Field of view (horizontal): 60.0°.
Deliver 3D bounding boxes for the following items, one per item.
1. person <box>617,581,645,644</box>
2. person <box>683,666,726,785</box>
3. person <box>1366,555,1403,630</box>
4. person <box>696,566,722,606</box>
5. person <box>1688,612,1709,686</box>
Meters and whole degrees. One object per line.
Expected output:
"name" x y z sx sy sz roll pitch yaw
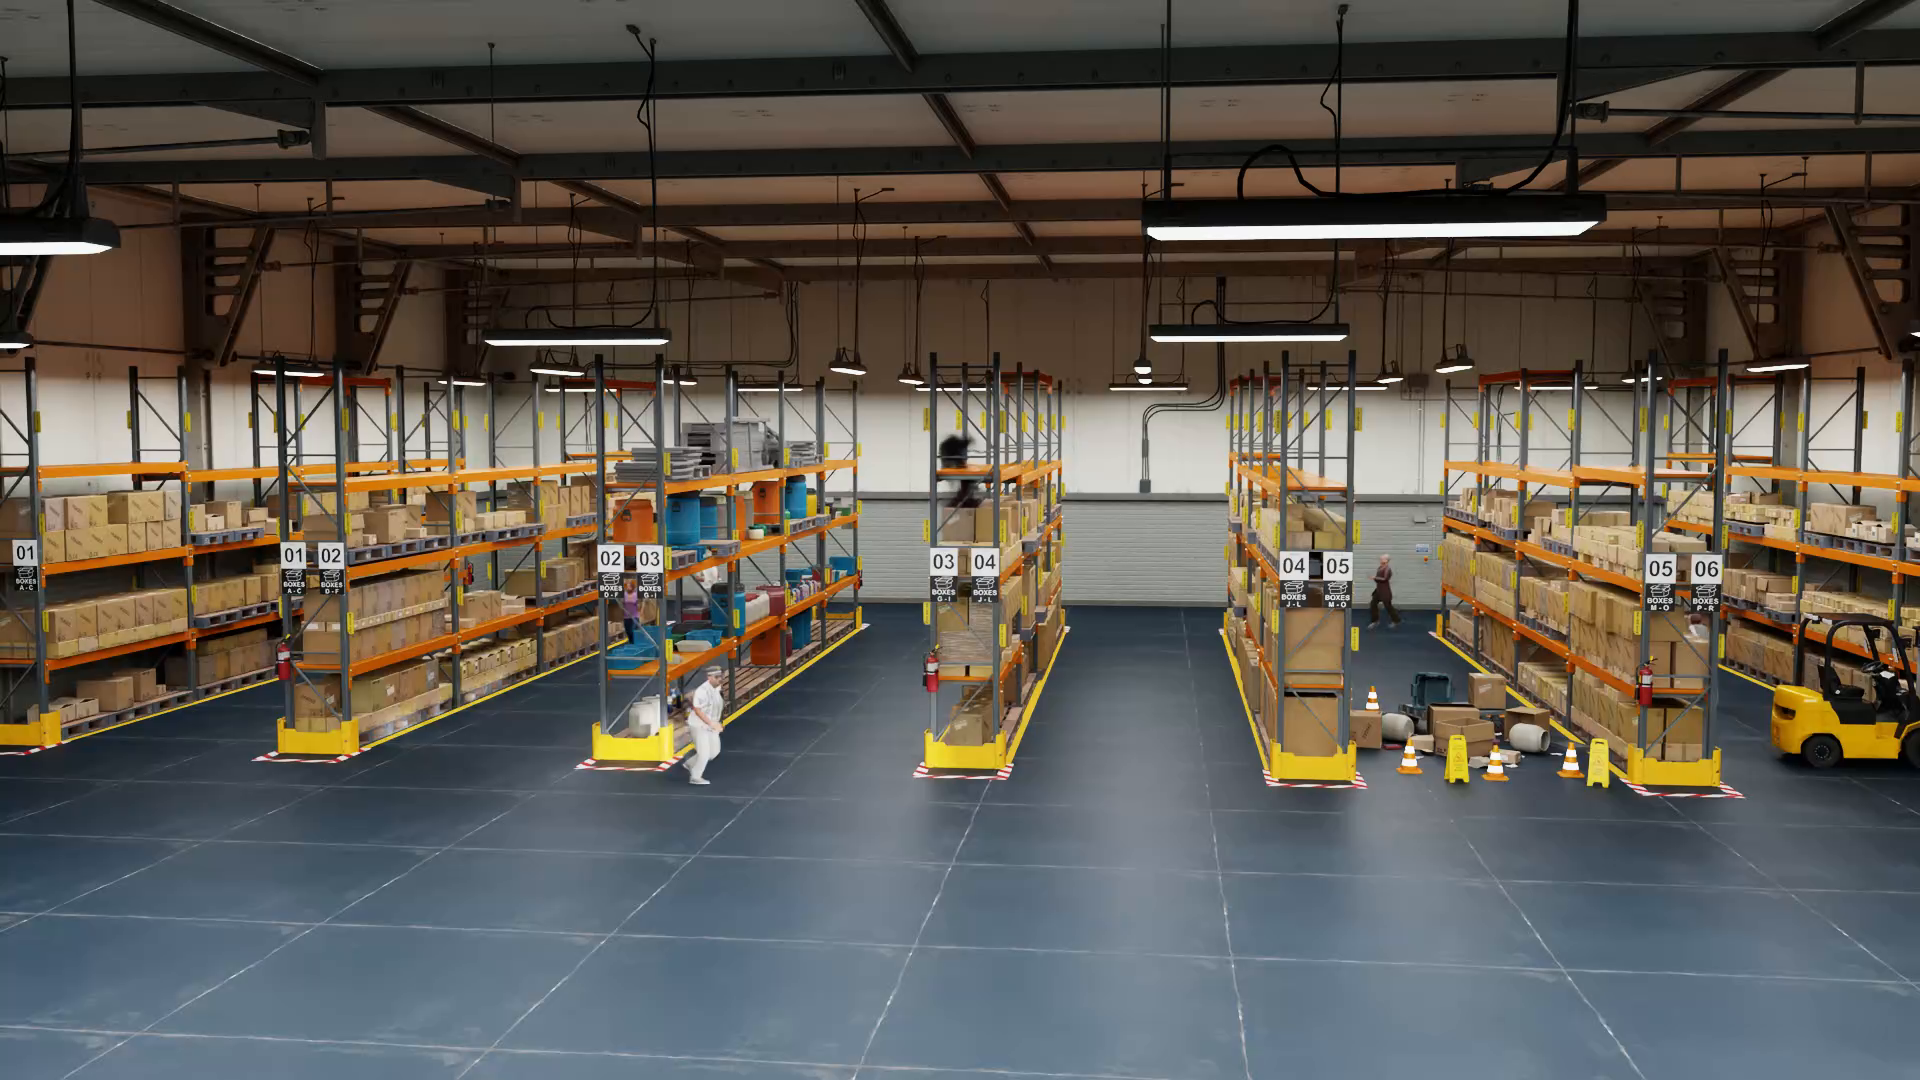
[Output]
"person" -7.010 1.698 35.452 0.543 1.653 0.762 0 4 3
"person" -3.546 2.539 22.920 0.777 1.679 0.651 2 4 24
"person" 10.234 1.273 40.145 0.833 1.847 0.694 0 4 -1
"person" -6.171 1.217 40.947 0.695 1.775 0.998 -2 5 -29
"person" 13.305 2.103 29.916 0.533 1.566 0.897 0 4 -7
